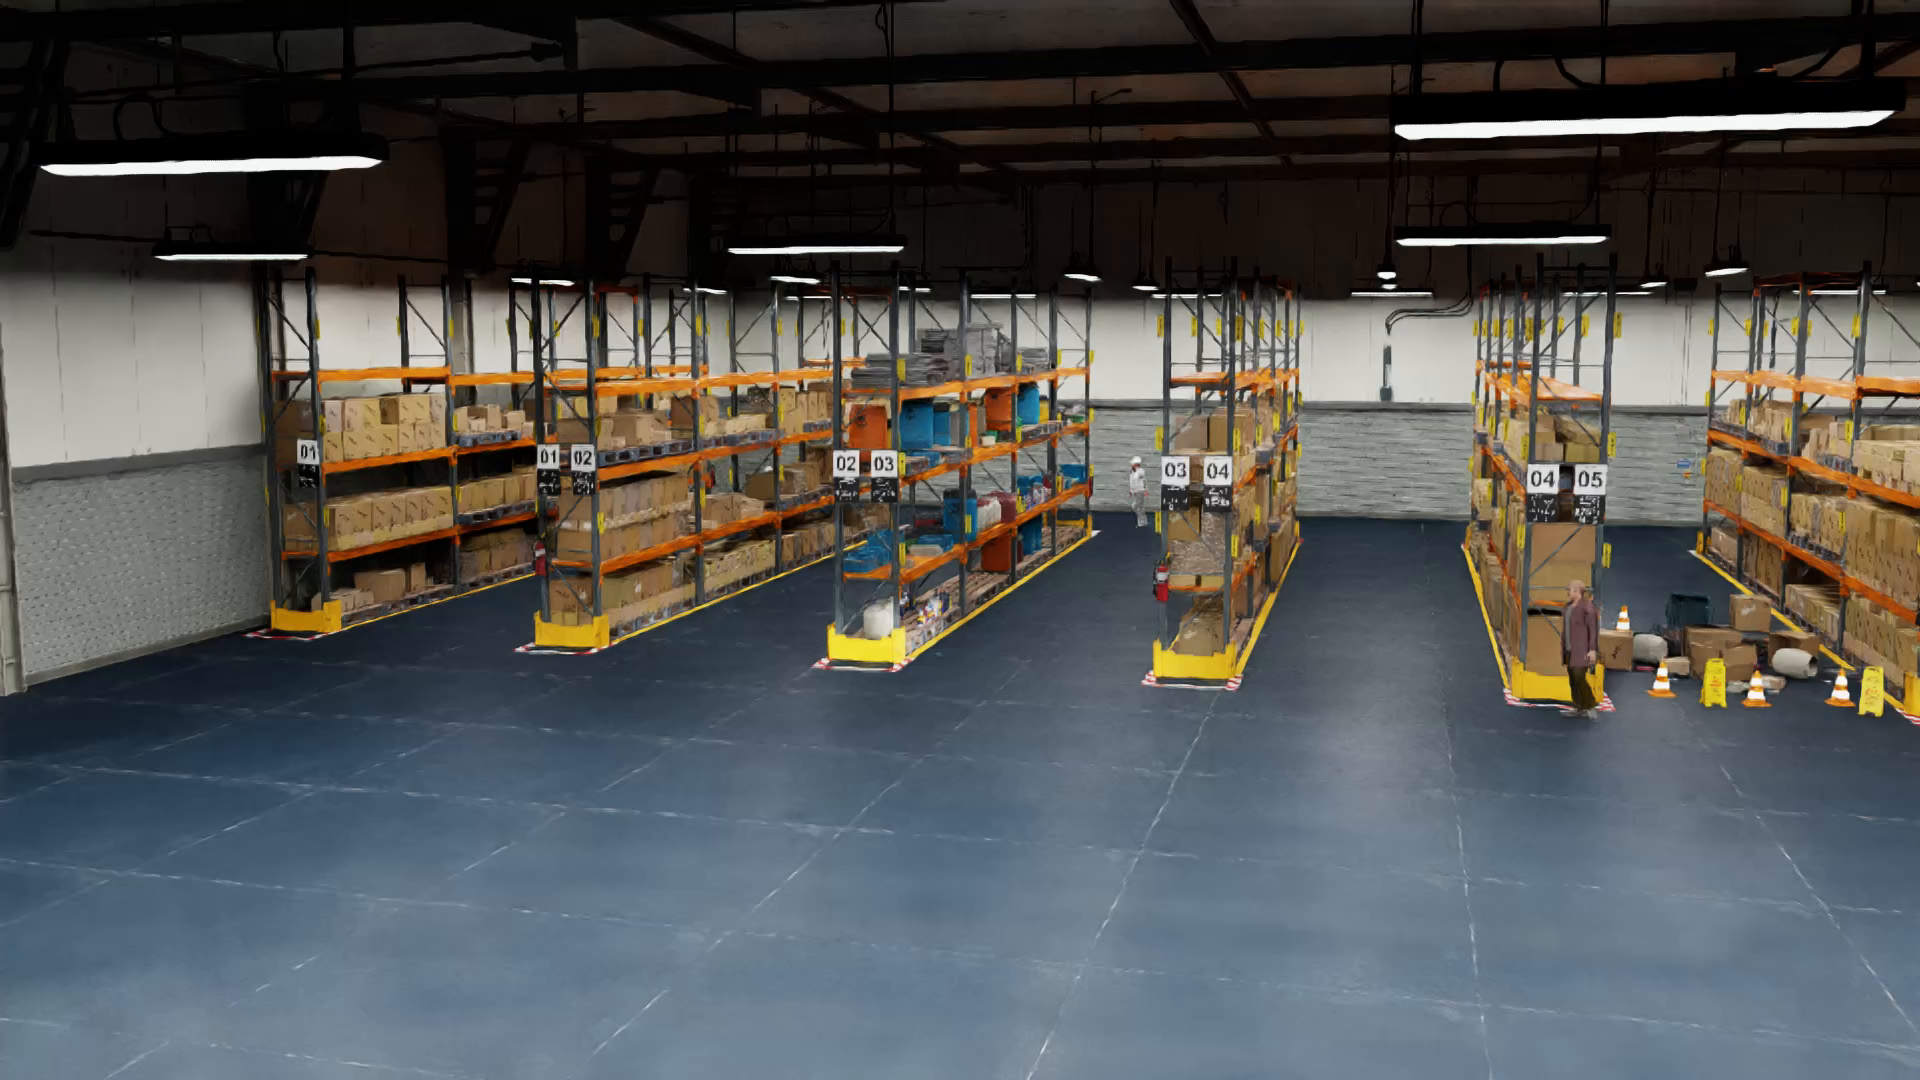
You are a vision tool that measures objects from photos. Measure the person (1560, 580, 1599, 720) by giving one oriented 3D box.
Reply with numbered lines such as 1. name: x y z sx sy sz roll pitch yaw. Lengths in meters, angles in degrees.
1. person: 7.976 1.376 21.407 0.457 1.718 0.663 -2 8 -17

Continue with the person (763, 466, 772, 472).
1. person: -4.592 -0.944 40.172 0.702 1.734 0.549 2 7 13

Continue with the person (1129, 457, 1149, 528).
1. person: 4.541 -1.225 42.141 0.508 1.766 0.632 -2 8 -19

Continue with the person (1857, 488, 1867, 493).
1. person: 18.916 -0.309 34.946 0.577 1.745 0.673 4 8 29
